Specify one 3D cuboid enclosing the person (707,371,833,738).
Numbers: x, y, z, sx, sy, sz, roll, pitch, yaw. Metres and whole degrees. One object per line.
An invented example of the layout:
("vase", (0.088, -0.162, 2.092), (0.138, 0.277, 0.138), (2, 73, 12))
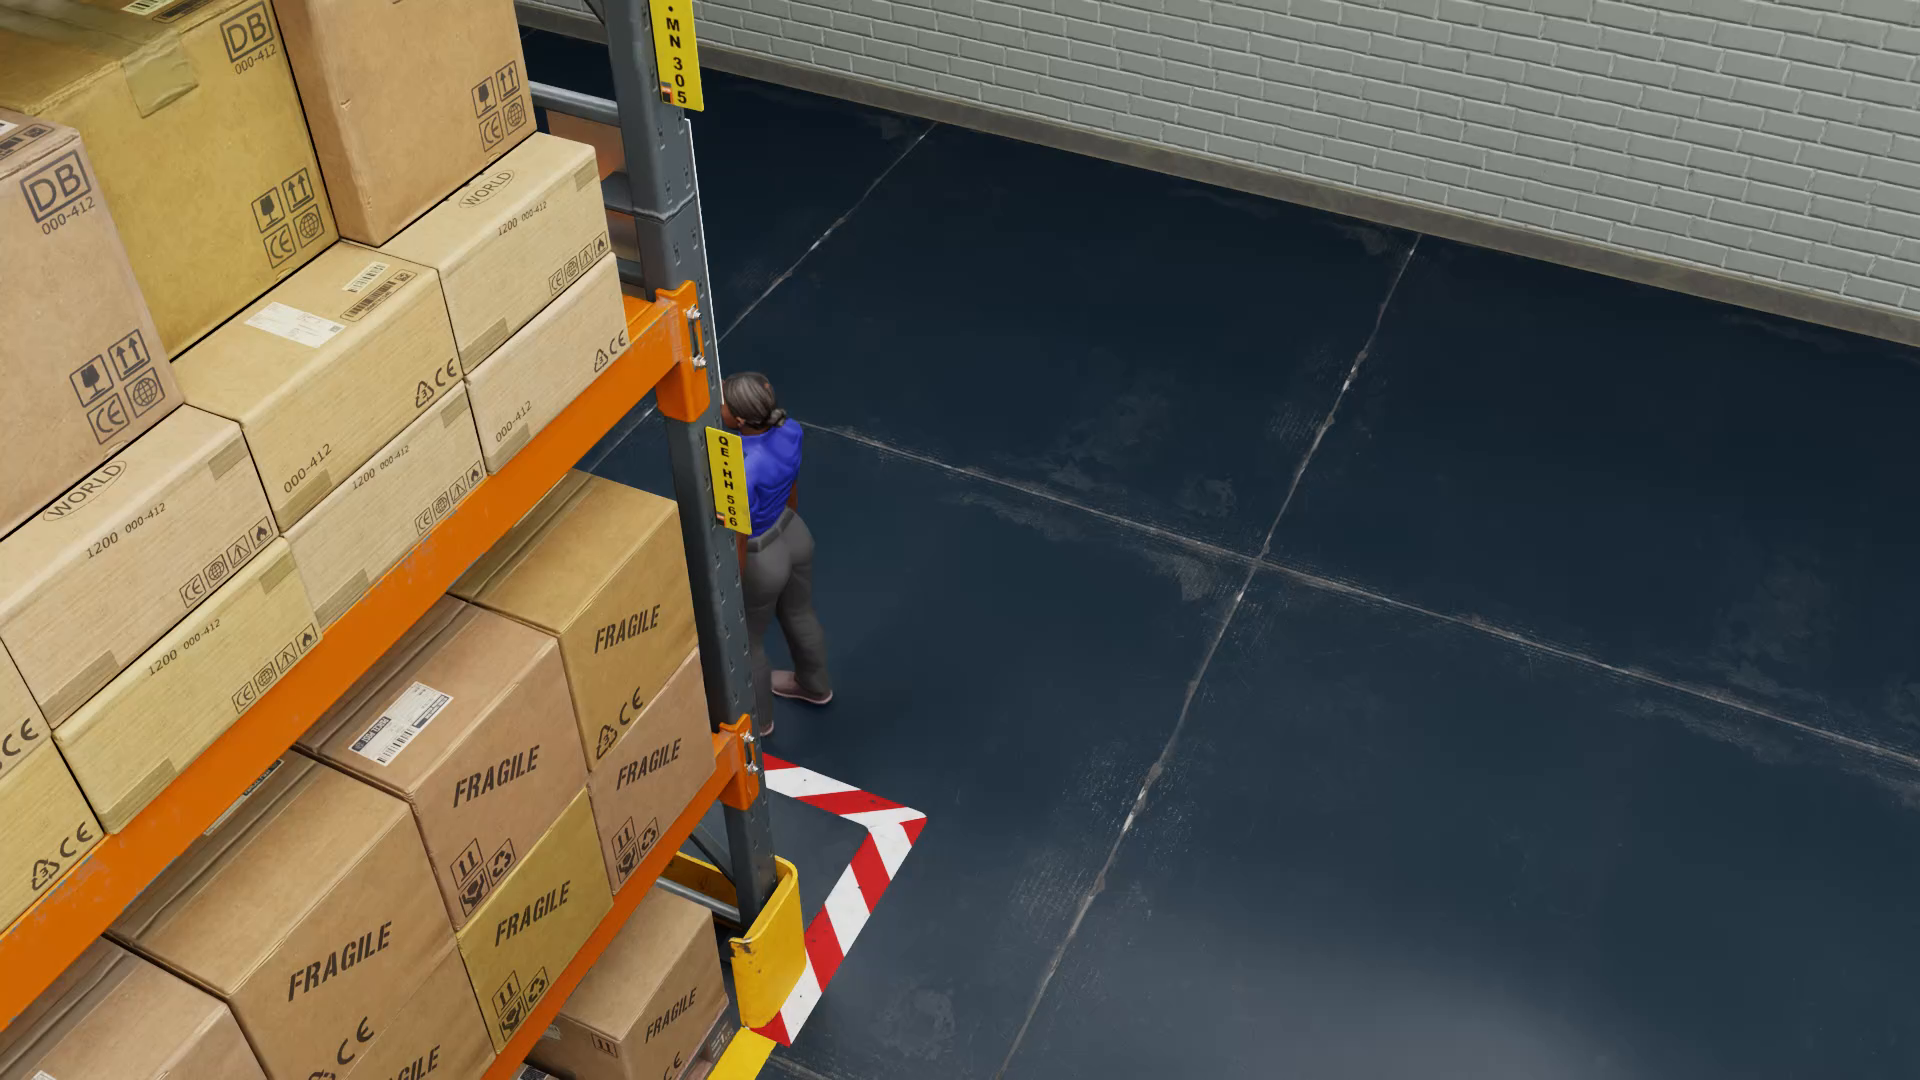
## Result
("person", (-0.758, 0.052, 6.104), (0.419, 1.656, 0.440), (19, 45, 19))
